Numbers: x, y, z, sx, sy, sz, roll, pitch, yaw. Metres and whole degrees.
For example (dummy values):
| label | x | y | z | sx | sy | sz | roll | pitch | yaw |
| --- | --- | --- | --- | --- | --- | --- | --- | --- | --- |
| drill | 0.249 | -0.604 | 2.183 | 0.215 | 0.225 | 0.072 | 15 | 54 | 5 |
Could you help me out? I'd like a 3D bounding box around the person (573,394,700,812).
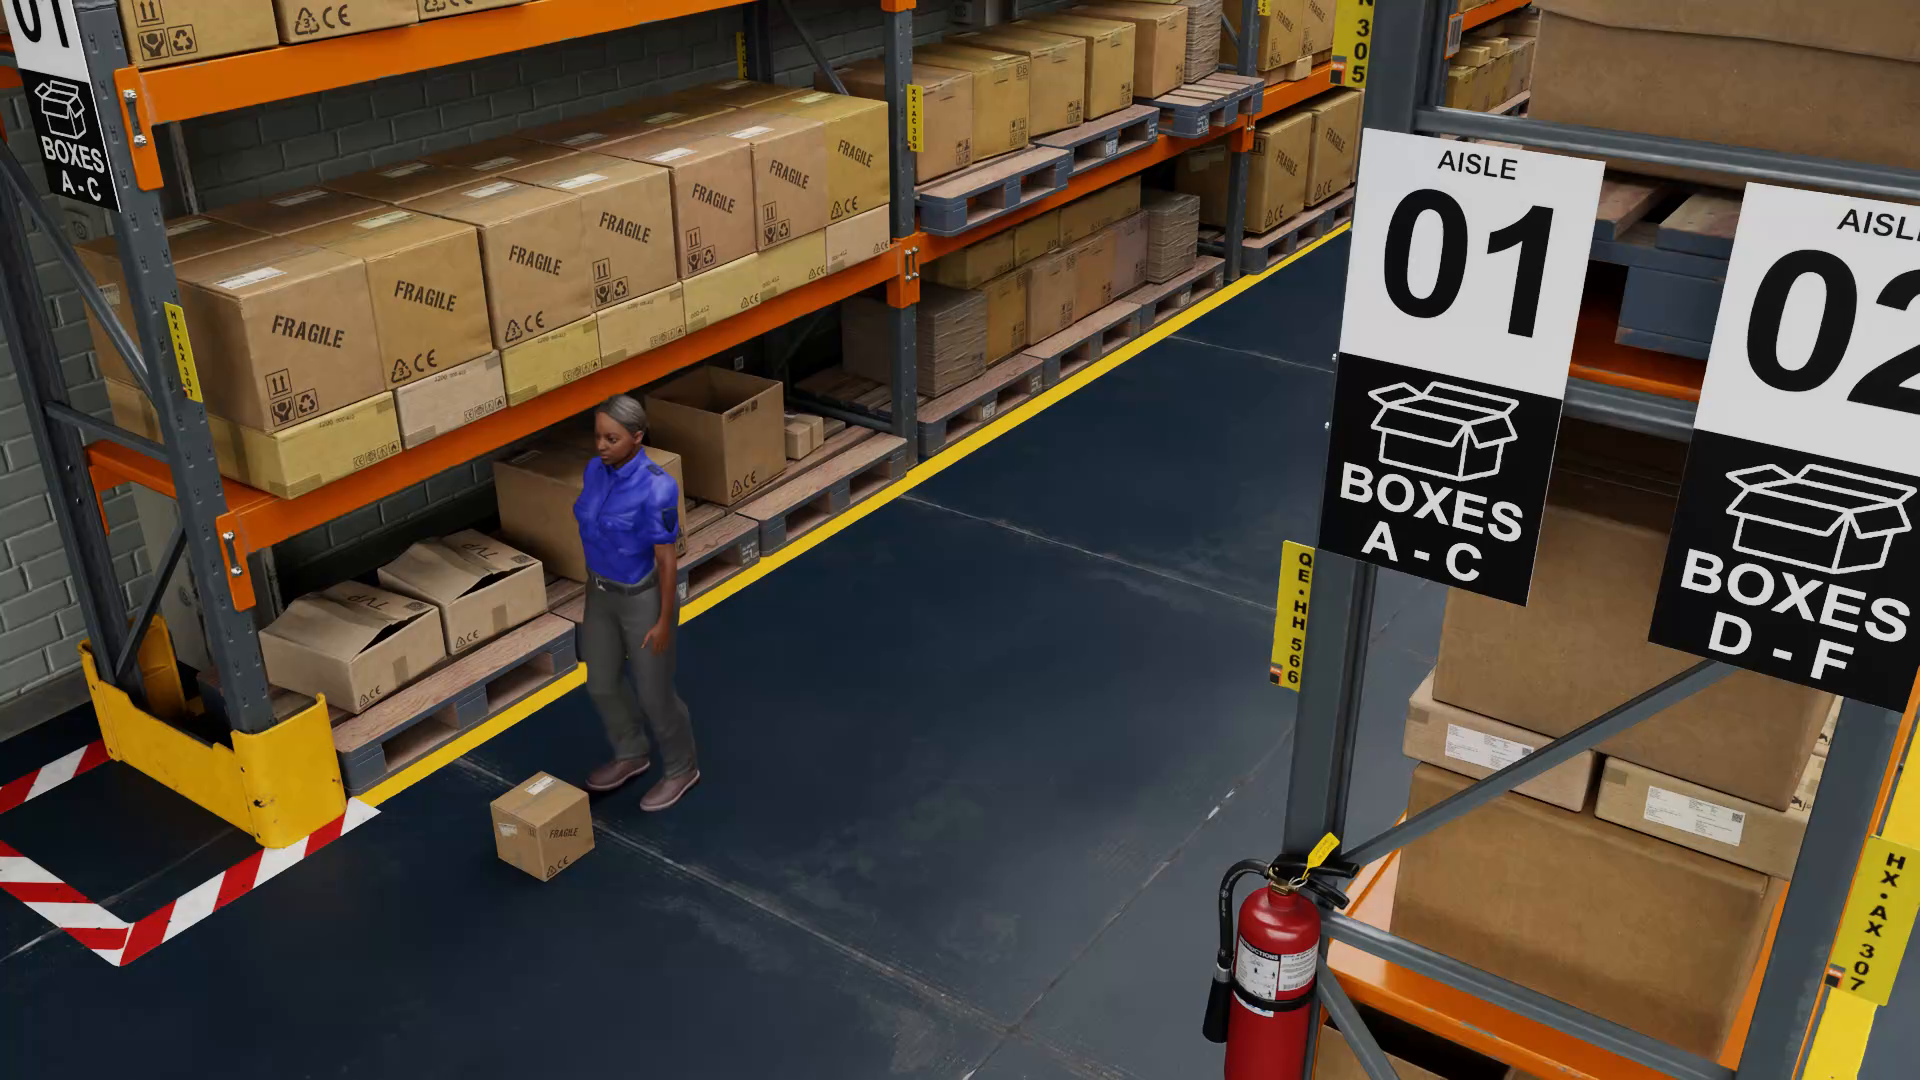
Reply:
| label | x | y | z | sx | sy | sz | roll | pitch | yaw |
| --- | --- | --- | --- | --- | --- | --- | --- | --- | --- |
| person | -1.221 | 0.245 | 6.156 | 0.437 | 1.651 | 0.355 | 18 | 32 | 32 |
